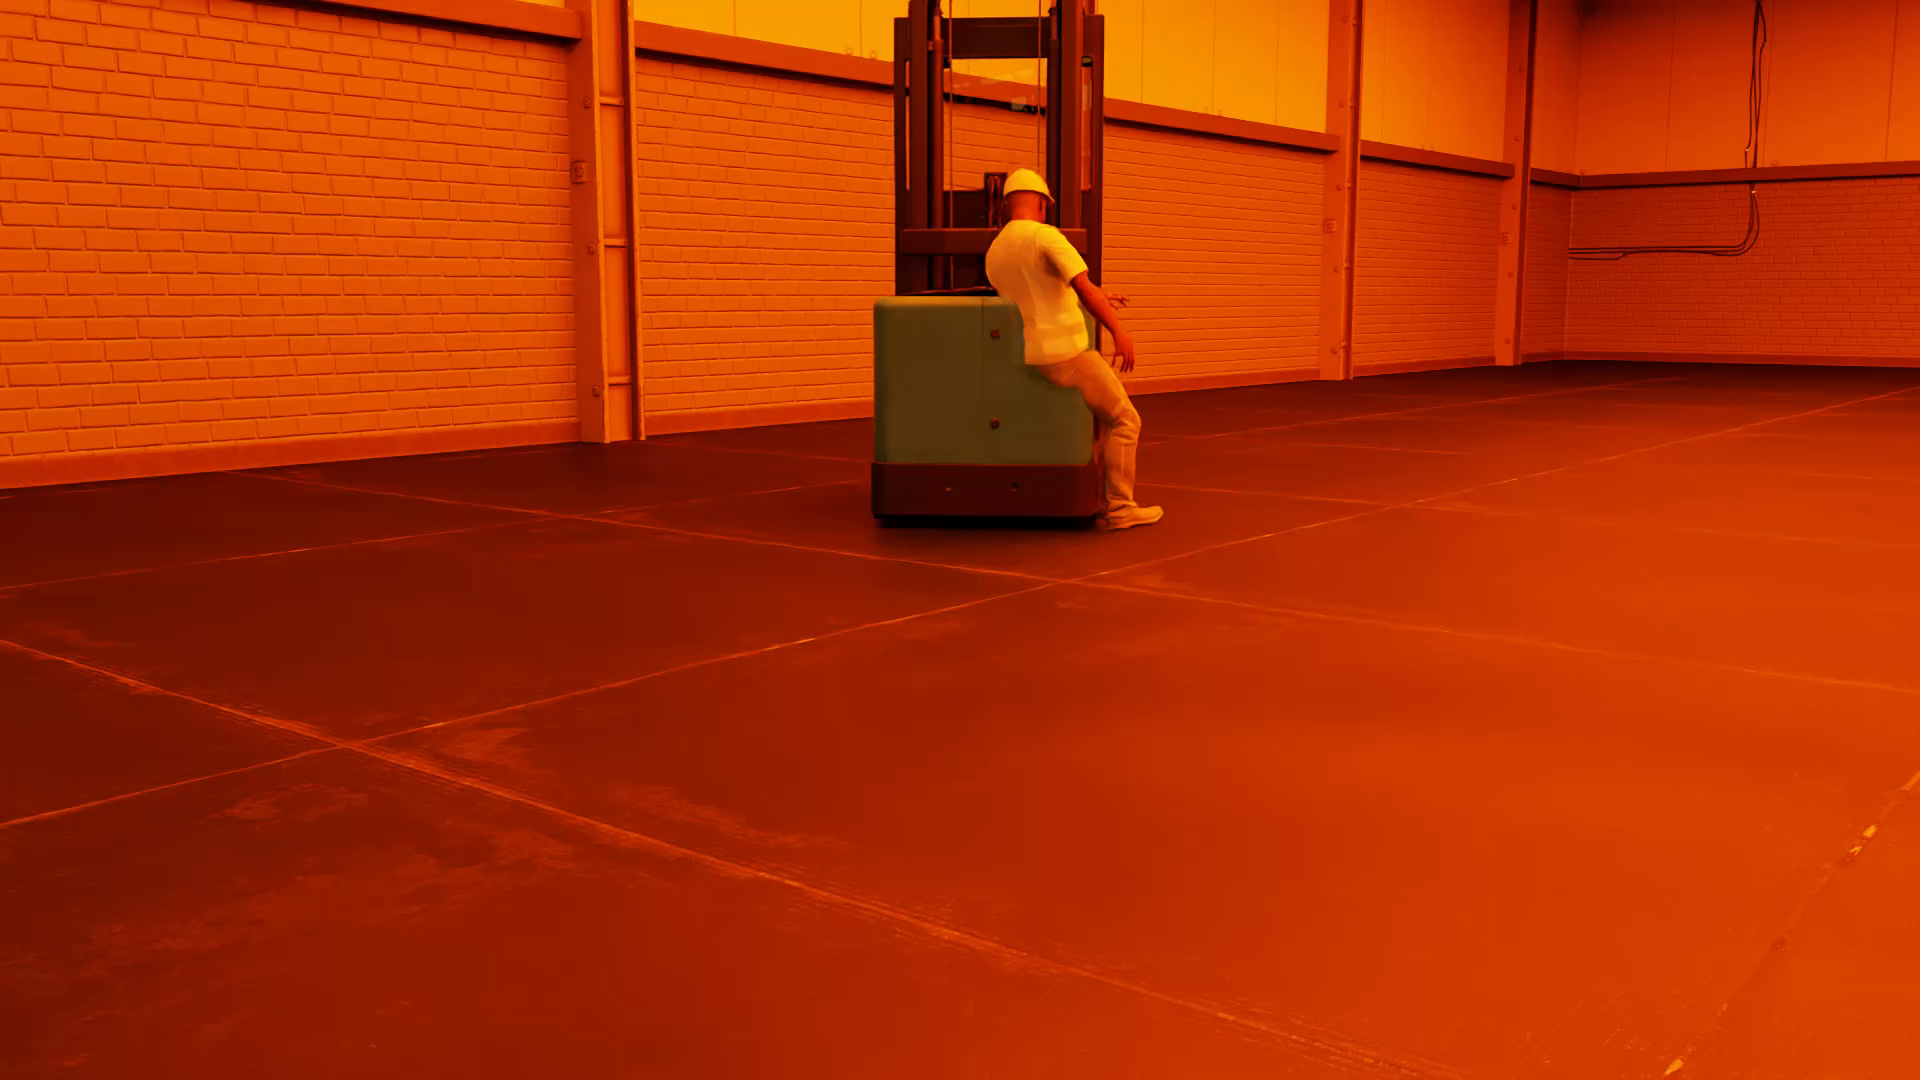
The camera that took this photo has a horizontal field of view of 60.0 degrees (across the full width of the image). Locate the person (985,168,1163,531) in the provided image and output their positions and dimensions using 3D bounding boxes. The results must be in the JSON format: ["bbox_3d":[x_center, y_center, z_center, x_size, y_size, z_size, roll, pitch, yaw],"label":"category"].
[{"bbox_3d":[0.505,-0.879,7.730,0.876,1.662,0.878,-8,12,-43],"label":"person"}]

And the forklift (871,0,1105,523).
[{"bbox_3d":[0.222,-1.707,8.950,1.130,2.935,3.031,1,8,5],"label":"forklift"}]
